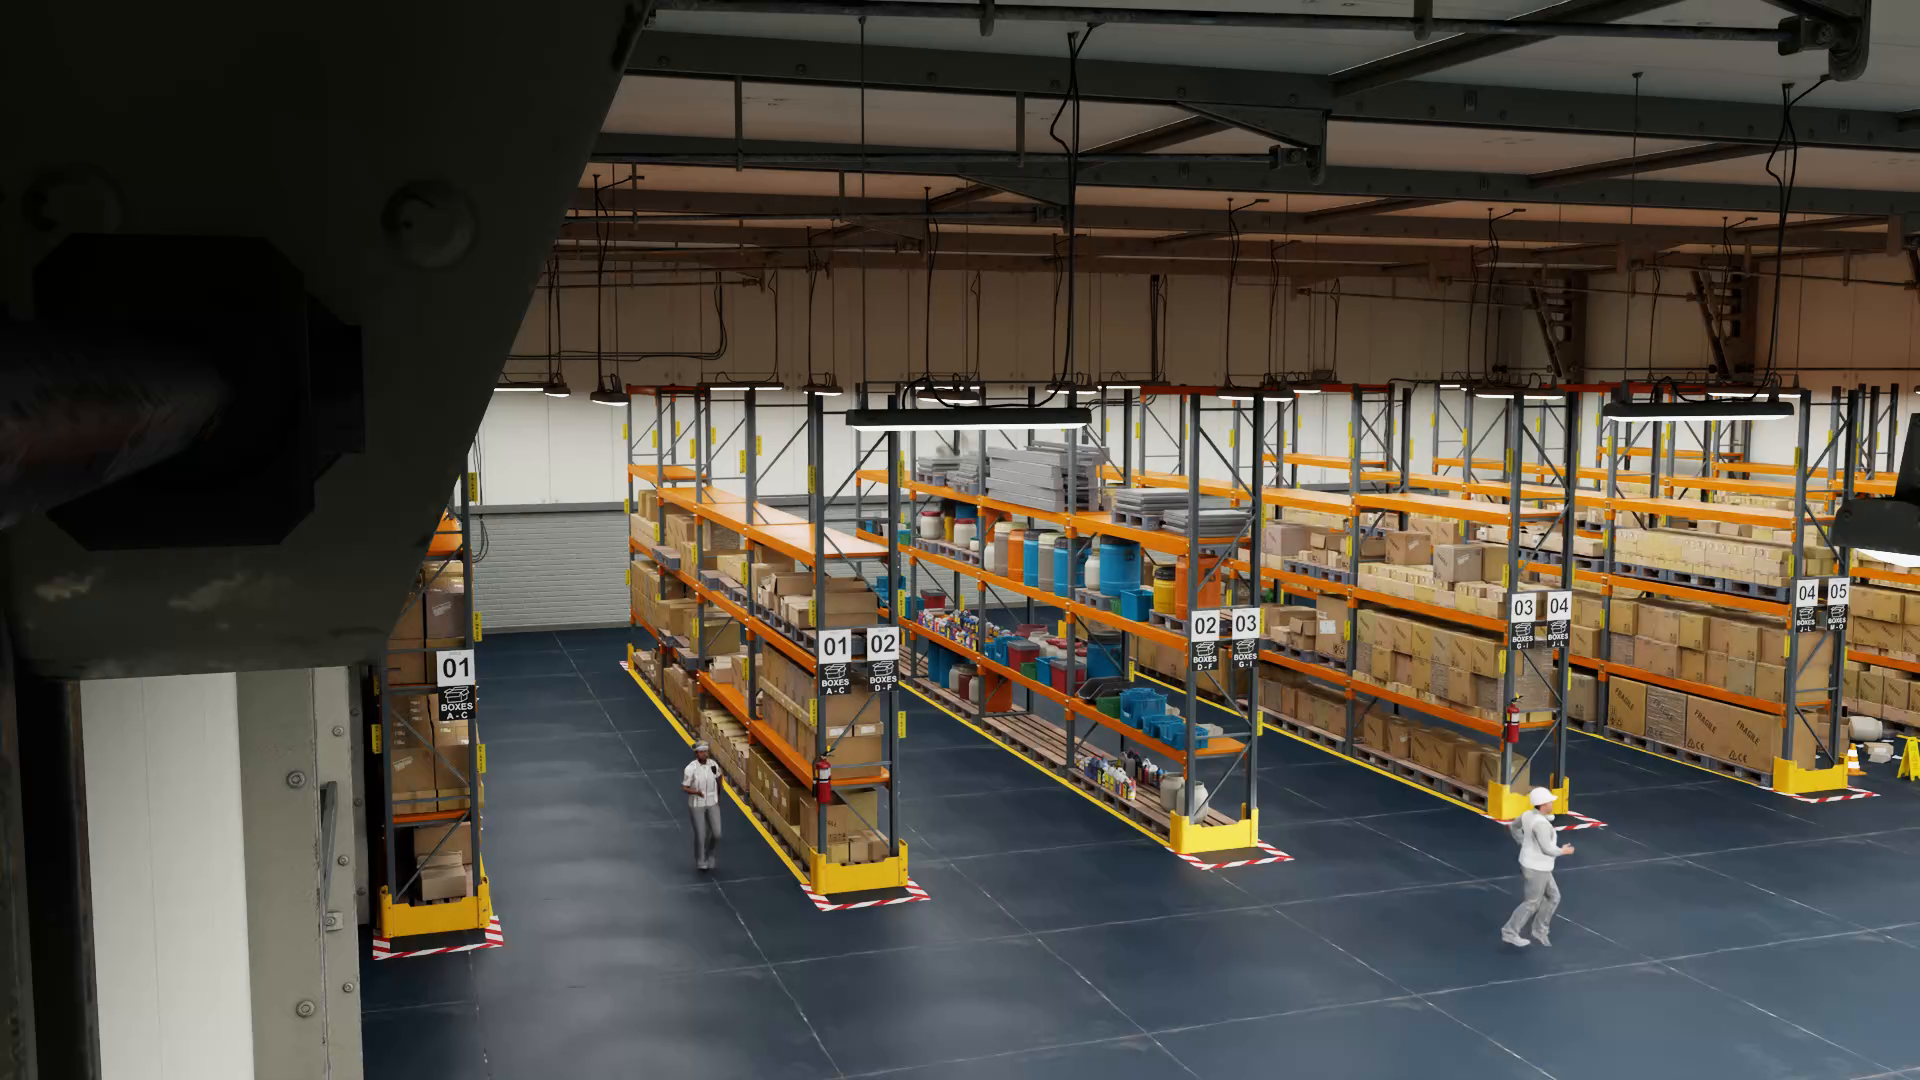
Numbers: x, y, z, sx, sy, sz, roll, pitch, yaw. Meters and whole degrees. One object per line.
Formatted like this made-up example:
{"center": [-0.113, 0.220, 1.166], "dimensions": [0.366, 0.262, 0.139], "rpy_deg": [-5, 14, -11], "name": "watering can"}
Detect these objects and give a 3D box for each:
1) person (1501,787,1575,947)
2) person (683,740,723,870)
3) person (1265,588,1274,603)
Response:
{"center": [6.295, 3.509, 18.123], "dimensions": [0.748, 1.664, 0.670], "rpy_deg": [1, 6, 7], "name": "person"}
{"center": [-3.188, 3.345, 20.884], "dimensions": [0.561, 1.676, 0.599], "rpy_deg": [-3, 6, -23], "name": "person"}
{"center": [7.762, 1.159, 41.379], "dimensions": [1.043, 1.760, 0.675], "rpy_deg": [-2, 6, -17], "name": "person"}
